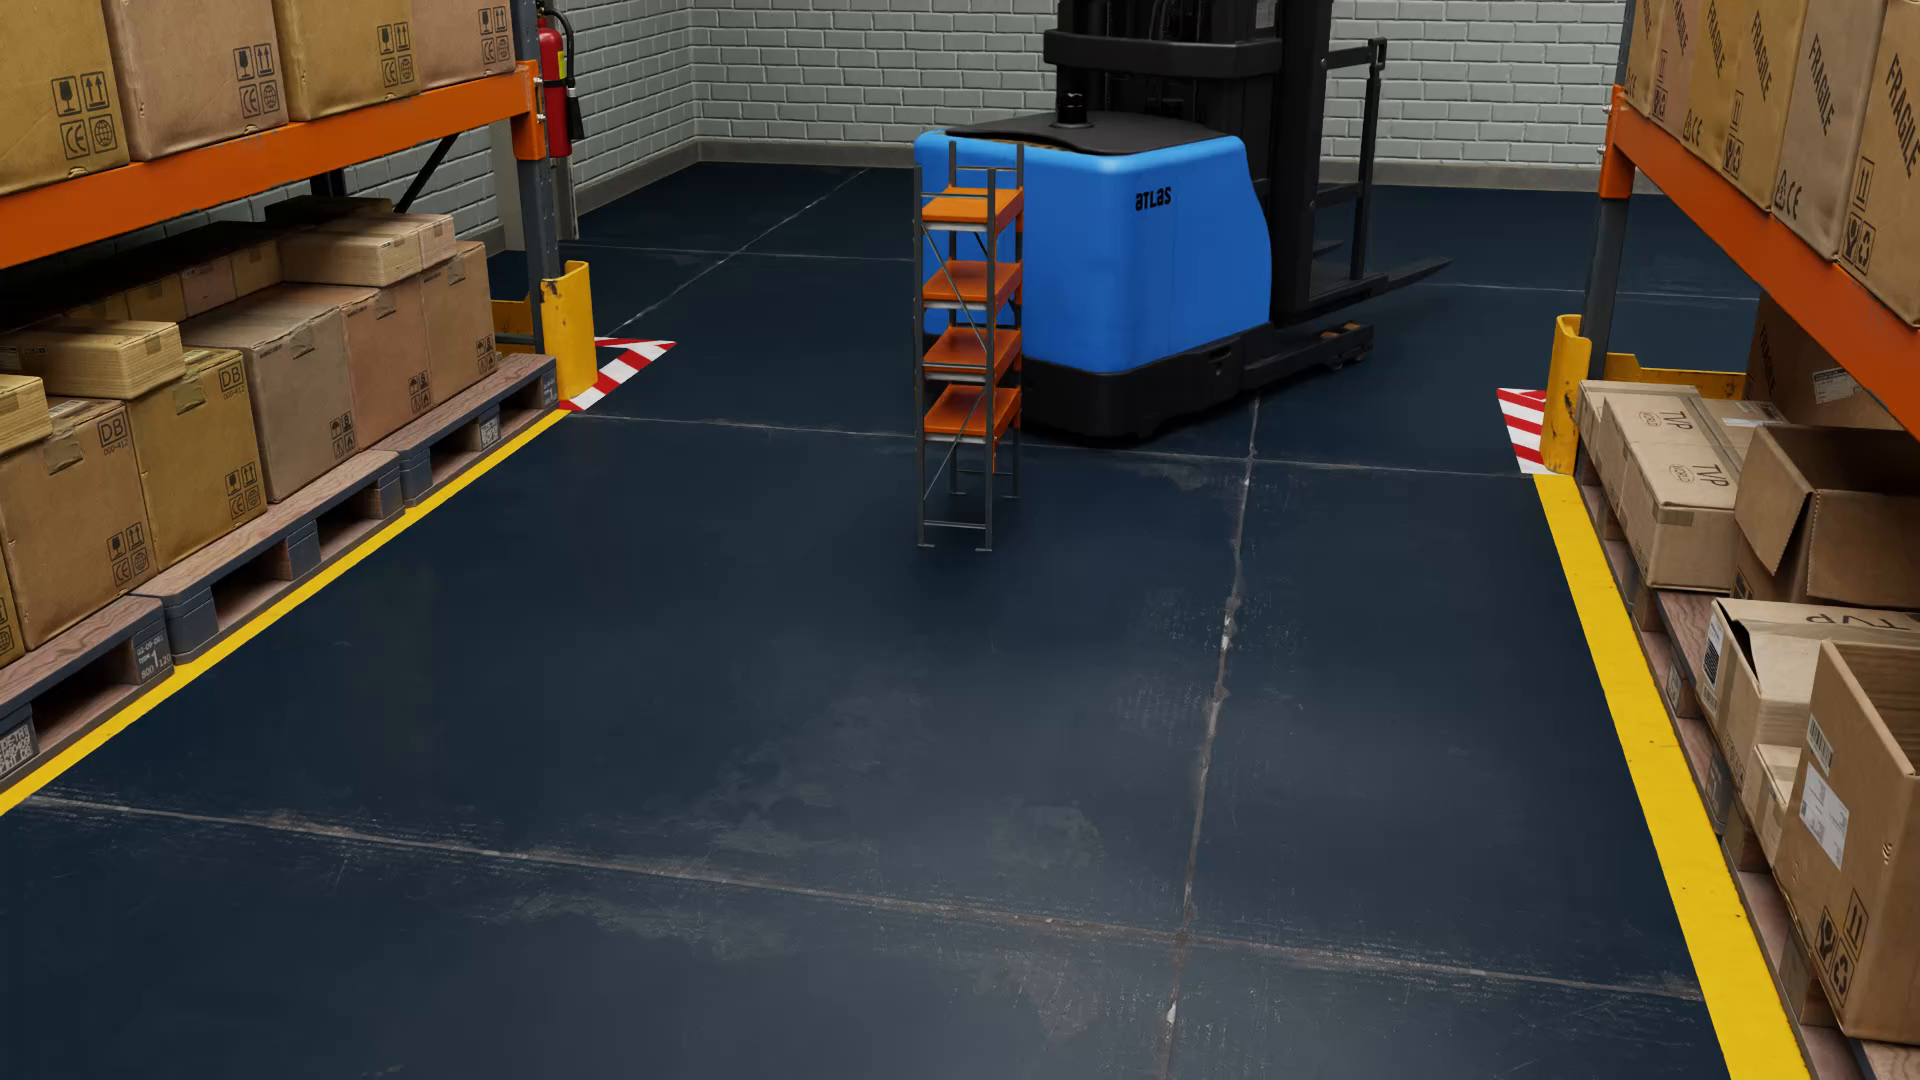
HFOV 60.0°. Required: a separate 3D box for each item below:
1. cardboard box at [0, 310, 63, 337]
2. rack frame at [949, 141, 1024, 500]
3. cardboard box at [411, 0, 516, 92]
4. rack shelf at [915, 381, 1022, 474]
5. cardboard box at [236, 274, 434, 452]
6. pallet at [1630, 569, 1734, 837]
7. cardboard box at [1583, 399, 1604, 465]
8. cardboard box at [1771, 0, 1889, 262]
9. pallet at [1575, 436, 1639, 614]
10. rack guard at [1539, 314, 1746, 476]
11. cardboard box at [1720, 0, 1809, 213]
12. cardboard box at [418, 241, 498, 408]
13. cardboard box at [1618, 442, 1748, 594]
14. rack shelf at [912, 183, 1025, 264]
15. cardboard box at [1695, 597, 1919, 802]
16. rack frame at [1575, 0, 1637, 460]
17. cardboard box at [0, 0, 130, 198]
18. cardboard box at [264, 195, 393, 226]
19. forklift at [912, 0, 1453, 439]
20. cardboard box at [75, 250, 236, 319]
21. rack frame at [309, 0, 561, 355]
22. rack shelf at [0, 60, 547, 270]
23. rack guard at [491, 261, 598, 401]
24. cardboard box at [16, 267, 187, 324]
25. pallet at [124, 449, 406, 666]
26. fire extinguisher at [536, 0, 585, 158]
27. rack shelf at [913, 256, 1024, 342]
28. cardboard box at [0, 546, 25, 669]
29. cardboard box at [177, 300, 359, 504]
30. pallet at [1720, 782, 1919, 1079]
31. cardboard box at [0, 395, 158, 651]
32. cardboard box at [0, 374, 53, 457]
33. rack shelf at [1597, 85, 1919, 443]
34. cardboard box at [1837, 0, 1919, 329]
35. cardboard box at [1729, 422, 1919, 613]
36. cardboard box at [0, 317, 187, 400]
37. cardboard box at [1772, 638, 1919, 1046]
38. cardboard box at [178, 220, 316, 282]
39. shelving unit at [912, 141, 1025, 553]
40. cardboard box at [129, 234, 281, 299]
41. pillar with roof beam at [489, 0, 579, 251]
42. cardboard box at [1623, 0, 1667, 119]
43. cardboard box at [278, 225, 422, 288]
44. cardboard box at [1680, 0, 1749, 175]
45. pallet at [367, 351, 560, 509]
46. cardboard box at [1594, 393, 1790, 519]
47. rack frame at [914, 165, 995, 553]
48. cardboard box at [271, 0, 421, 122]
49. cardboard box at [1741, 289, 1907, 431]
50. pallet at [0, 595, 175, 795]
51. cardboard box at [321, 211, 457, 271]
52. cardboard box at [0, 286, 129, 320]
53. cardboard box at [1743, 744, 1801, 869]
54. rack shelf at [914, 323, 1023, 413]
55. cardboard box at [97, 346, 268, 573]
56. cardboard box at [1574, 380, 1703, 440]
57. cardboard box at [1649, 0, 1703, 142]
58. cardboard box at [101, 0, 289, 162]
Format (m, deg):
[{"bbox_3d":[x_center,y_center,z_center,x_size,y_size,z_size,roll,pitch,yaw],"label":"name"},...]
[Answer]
[{"bbox_3d":[-2.703,-0.532,4.576,0.380,0.149,0.250,5,22,11],"label":"cardboard box"},{"bbox_3d":[0.084,-0.706,5.501,0.240,1.200,0.015,4,22,11],"label":"rack frame"},{"bbox_3d":[-2.221,-2.002,5.907,0.980,0.700,0.700,5,23,13],"label":"cardboard box"},{"bbox_3d":[0.034,-0.371,5.379,0.258,0.148,0.480,4,22,11],"label":"rack shelf"},{"bbox_3d":[-2.274,-0.638,5.707,0.700,0.500,0.500,4,22,11],"label":"cardboard box"},{"bbox_3d":[2.295,0.384,4.117,1.003,0.211,1.213,4,22,11],"label":"pallet"},{"bbox_3d":[2.251,-0.345,5.398,0.380,0.166,0.250,4,22,11],"label":"cardboard box"},{"bbox_3d":[1.964,-0.836,3.280,0.500,0.500,0.500,5,22,12],"label":"cardboard box"},{"bbox_3d":[2.546,-0.060,5.221,1.003,0.211,1.213,4,22,11],"label":"pallet"},{"bbox_3d":[2.708,-0.486,5.891,1.175,0.500,0.348,4,22,11],"label":"rack guard"},{"bbox_3d":[2.066,-1.022,3.743,0.500,0.500,0.500,5,22,12],"label":"cardboard box"},{"bbox_3d":[-2.172,-0.821,6.162,0.700,0.500,0.500,4,22,11],"label":"cardboard box"},{"bbox_3d":[2.131,-0.059,4.577,0.500,0.250,0.500,4,22,11],"label":"cardboard box"},{"bbox_3d":[0.034,-0.982,5.133,0.258,0.148,0.480,4,22,11],"label":"rack shelf"},{"bbox_3d":[1.899,0.328,3.533,0.500,0.311,0.500,4,22,11],"label":"cardboard box"},{"bbox_3d":[2.723,-1.673,5.493,1.000,3.000,0.127,4,22,11],"label":"rack frame"},{"bbox_3d":[-2.662,-1.190,3.891,0.980,0.700,0.700,4,22,10],"label":"cardboard box"},{"bbox_3d":[-2.342,-1.183,6.192,0.380,0.149,0.250,5,22,11],"label":"cardboard box"},{"bbox_3d":[1.168,-2.202,6.898,1.130,2.935,3.031,19,28,38],"label":"forklift"},{"bbox_3d":[-2.547,-0.813,5.273,0.380,0.149,0.250,5,22,12],"label":"cardboard box"},{"bbox_3d":[-2.127,-2.050,6.428,1.000,3.000,0.127,4,22,11],"label":"rack frame"},{"bbox_3d":[-2.535,-0.985,4.746,1.077,0.370,4.000,4,22,11],"label":"rack shelf"},{"bbox_3d":[-2.122,-0.899,6.916,1.175,0.500,0.348,4,22,11],"label":"rack guard"},{"bbox_3d":[-2.599,-0.719,5.040,0.380,0.149,0.250,5,22,11],"label":"cardboard box"},{"bbox_3d":[-2.464,-0.013,5.103,1.003,0.211,1.213,4,22,11],"label":"pallet"},{"bbox_3d":[-1.644,-1.861,6.561,0.296,0.674,0.183,4,22,11],"label":"fire extinguisher"},{"bbox_3d":[0.034,-0.762,5.221,0.258,0.148,0.480,4,22,11],"label":"rack shelf"},{"bbox_3d":[-2.690,0.112,3.844,0.700,0.500,0.500,5,22,12],"label":"cardboard box"},{"bbox_3d":[-2.376,-0.454,5.250,0.700,0.500,0.500,4,22,9],"label":"cardboard box"},{"bbox_3d":[2.048,0.832,3.006,1.003,0.211,1.213,4,22,11],"label":"pallet"},{"bbox_3d":[-2.584,-0.071,4.299,0.700,0.500,0.500,4,22,10],"label":"cardboard box"},{"bbox_3d":[-2.441,-0.300,3.999,0.380,0.149,0.250,5,23,13],"label":"cardboard box"},{"bbox_3d":[2.315,-0.608,3.812,1.077,0.370,4.000,4,22,11],"label":"rack shelf"},{"bbox_3d":[1.862,-0.648,2.813,0.500,0.500,0.500,5,22,12],"label":"cardboard box"},{"bbox_3d":[2.286,0.056,3.952,0.797,0.503,0.637,4,22,11],"label":"cardboard box"},{"bbox_3d":[-2.335,-0.491,4.473,0.380,0.149,0.250,4,22,9],"label":"cardboard box"},{"bbox_3d":[1.746,0.515,2.817,0.500,0.500,0.500,4,22,11],"label":"cardboard box"},{"bbox_3d":[-2.444,-0.998,5.732,0.380,0.149,0.250,5,22,11],"label":"cardboard box"},{"bbox_3d":[0.034,-0.617,5.280,0.258,1.200,0.503,4,22,11],"label":"shelving unit"},{"bbox_3d":[-2.496,-0.906,5.504,0.380,0.149,0.250,5,22,11],"label":"cardboard box"},{"bbox_3d":[1.792,-5.558,7.108,9.100,9.000,0.400,4,22,11],"label":"pillar with roof beam"},{"bbox_3d":[2.375,-1.578,5.122,0.500,0.500,0.500,5,22,12],"label":"cardboard box"},{"bbox_3d":[-2.071,-0.968,5.657,0.380,0.149,0.250,5,22,12],"label":"cardboard box"},{"bbox_3d":[2.169,-1.205,4.197,0.500,0.500,0.500,4,22,11],"label":"cardboard box"},{"bbox_3d":[-2.213,-0.458,6.208,1.003,0.211,1.213,4,22,11],"label":"pallet"},{"bbox_3d":[2.233,-0.242,5.031,0.500,0.250,0.500,4,22,11],"label":"cardboard box"},{"bbox_3d":[-0.016,-0.528,5.058,0.240,1.200,0.015,4,22,11],"label":"rack frame"},{"bbox_3d":[-2.359,-1.735,5.244,0.980,0.700,0.700,4,22,10],"label":"cardboard box"},{"bbox_3d":[2.854,-0.500,5.338,0.500,0.500,0.500,4,22,11],"label":"cardboard box"},{"bbox_3d":[-2.711,0.435,3.992,1.003,0.211,1.213,4,22,11],"label":"pallet"},{"bbox_3d":[-2.019,-1.061,5.889,0.380,0.149,0.250,4,22,10],"label":"cardboard box"},{"bbox_3d":[-2.651,-0.627,4.810,0.380,0.149,0.250,4,22,10],"label":"cardboard box"},{"bbox_3d":[1.764,0.536,3.235,0.380,0.149,0.250,4,22,11],"label":"cardboard box"},{"bbox_3d":[0.034,-0.555,5.305,0.258,0.148,0.480,4,22,11],"label":"rack shelf"},{"bbox_3d":[-2.477,-0.259,4.765,0.700,0.500,0.500,5,22,12],"label":"cardboard box"},{"bbox_3d":[2.302,-0.428,5.629,0.380,0.149,0.250,4,22,11],"label":"cardboard box"},{"bbox_3d":[2.275,-1.389,4.652,0.500,0.500,0.500,4,22,10],"label":"cardboard box"},{"bbox_3d":[-2.523,-1.456,4.553,0.980,0.700,0.700,3,22,8],"label":"cardboard box"}]
